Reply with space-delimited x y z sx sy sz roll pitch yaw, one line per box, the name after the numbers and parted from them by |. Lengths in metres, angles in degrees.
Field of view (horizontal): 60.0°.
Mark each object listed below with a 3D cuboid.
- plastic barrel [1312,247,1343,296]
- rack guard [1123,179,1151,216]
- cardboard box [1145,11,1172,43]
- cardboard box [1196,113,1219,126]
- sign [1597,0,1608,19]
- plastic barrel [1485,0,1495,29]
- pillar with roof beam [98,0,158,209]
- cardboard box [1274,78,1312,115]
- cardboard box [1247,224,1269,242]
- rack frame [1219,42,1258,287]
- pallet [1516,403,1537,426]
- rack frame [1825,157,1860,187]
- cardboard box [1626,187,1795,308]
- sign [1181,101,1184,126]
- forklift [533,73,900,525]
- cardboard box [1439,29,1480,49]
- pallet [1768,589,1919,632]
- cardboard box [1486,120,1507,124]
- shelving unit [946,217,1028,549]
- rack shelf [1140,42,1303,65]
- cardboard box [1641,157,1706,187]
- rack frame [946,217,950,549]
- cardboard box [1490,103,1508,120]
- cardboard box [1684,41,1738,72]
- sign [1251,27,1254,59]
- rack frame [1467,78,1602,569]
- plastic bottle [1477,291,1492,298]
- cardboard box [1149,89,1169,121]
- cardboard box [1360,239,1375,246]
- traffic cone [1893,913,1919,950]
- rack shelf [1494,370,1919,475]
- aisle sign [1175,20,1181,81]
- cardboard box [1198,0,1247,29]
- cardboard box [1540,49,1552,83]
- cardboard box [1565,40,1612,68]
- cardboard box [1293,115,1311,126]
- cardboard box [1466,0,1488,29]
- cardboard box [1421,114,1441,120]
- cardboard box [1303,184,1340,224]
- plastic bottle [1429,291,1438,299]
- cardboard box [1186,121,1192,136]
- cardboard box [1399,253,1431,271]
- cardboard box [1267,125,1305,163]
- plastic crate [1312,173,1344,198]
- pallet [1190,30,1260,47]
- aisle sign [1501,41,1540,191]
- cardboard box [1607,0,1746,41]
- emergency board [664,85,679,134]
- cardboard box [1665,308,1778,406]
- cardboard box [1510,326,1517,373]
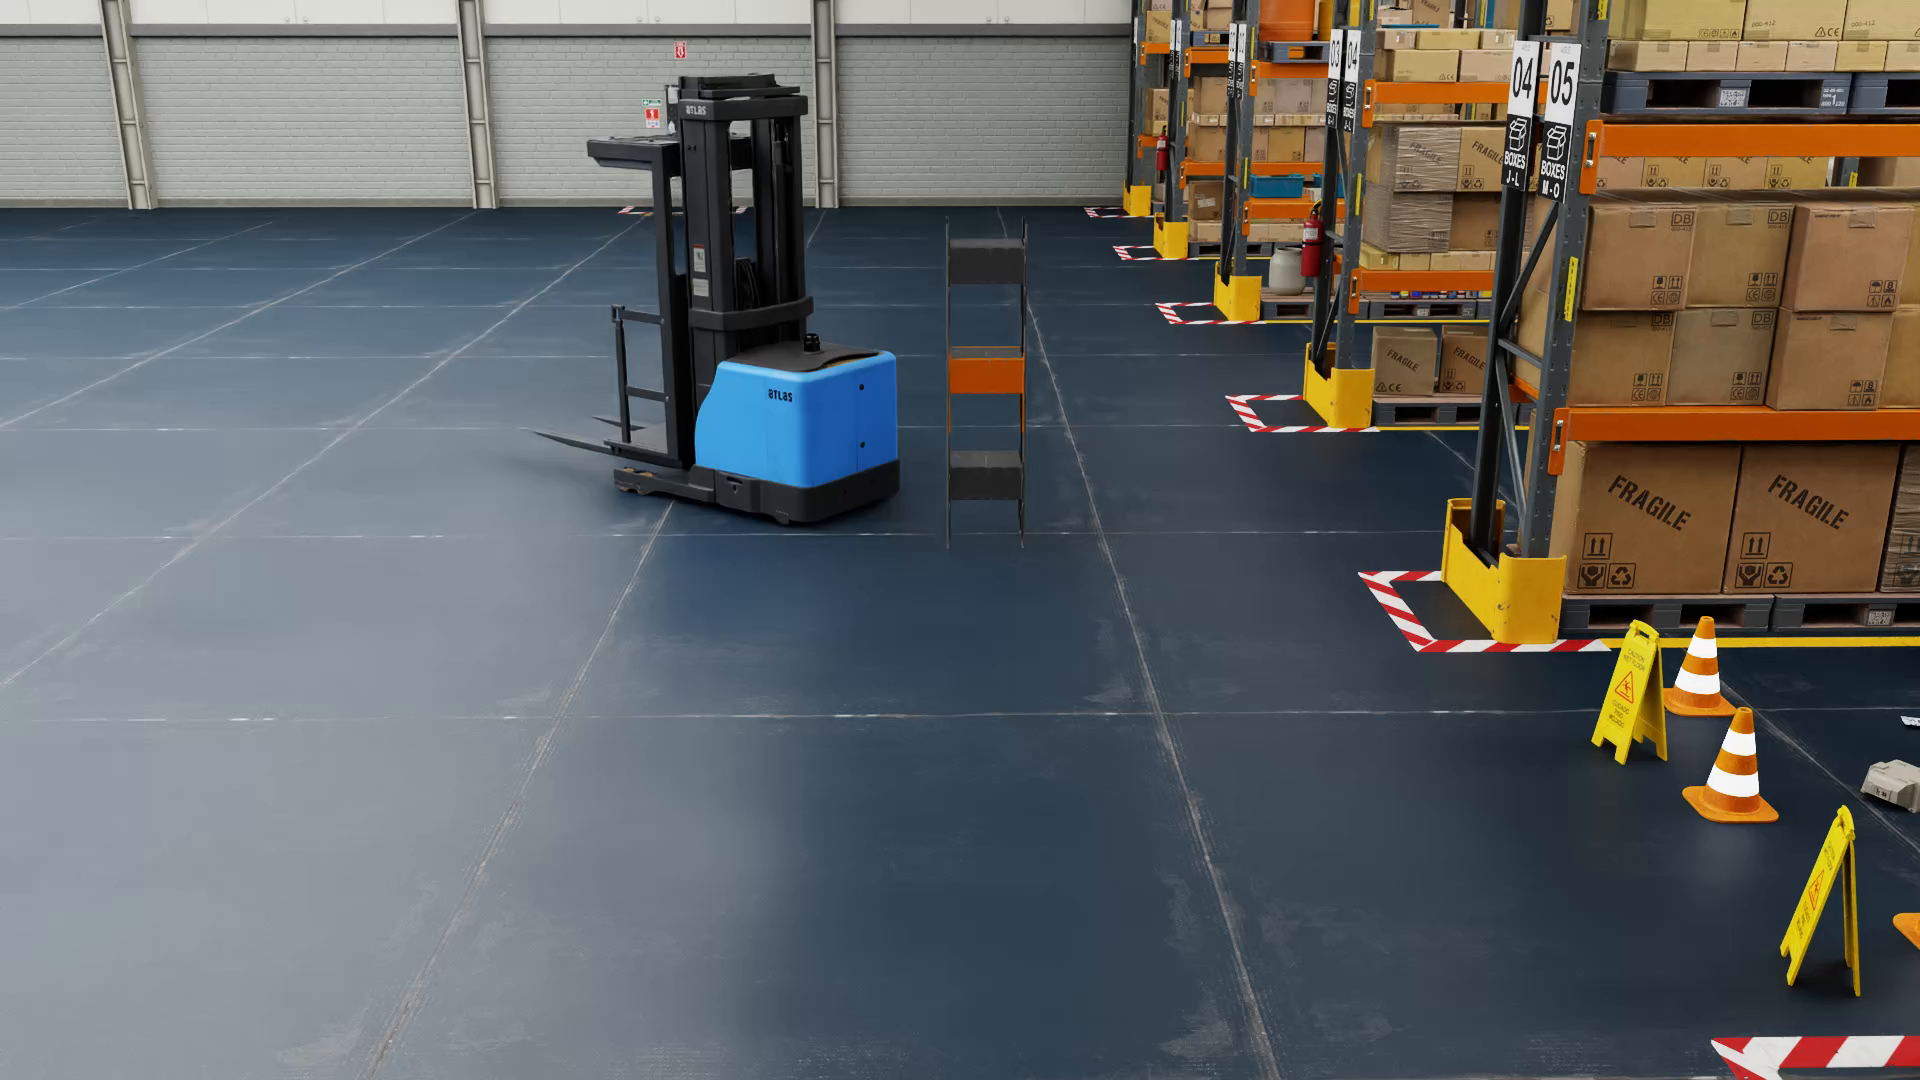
4.283 -3.100 19.185 0.421 0.512 0.421 0 18 0 | plastic barrel
3.045 -5.891 28.595 0.348 0.500 1.175 0 18 -1 | rack guard
3.307 -8.492 27.502 0.500 0.500 0.500 0 18 1 | cardboard box
3.447 -5.861 23.182 0.250 0.149 0.380 0 18 -1 | cardboard box
3.184 -2.740 8.208 0.005 0.325 0.100 0 18 -1 | sign
6.128 -5.970 18.328 0.708 0.901 0.600 0 18 -1 | plastic barrel
-14.275 -8.804 23.760 0.400 9.000 9.100 0 18 -1 | pillar with roof beam
4.601 -6.239 23.299 0.500 0.500 0.700 0 18 -1 | cardboard box
4.091 -4.397 23.659 0.500 0.250 0.500 0 18 -1 | cardboard box
3.125 -4.056 18.779 0.127 3.000 1.000 0 18 -1 | rack frame
5.309 -1.214 14.485 1.213 0.211 1.003 0 18 -1 | pallet
7.203 -2.562 14.124 0.127 3.000 1.000 0 18 -1 | rack frame
4.101 -1.634 9.217 0.550 0.550 0.875 0 18 -1 | cardboard box
3.054 -5.849 22.823 0.005 0.325 0.100 0 18 -1 | sign
-1.915 -1.836 11.973 3.031 2.935 1.130 13 22 35 | forklift
3.994 -4.031 13.384 0.250 0.149 0.380 -1 18 -2 | cardboard box
5.196 0.268 9.868 1.213 0.211 1.003 0 18 -1 | pallet
4.749 -3.292 14.112 0.500 0.500 0.500 0 18 -1 | cardboard box
0.166 -1.001 10.729 0.503 2.100 0.431 0 18 -1 | shelving unit
4.969 -8.177 27.894 4.000 0.370 1.077 0 18 -1 | rack shelf
5.758 -3.136 13.626 0.500 0.500 0.500 0 18 -1 | cardboard box
-0.078 -0.999 10.726 0.015 2.100 0.400 0 18 -1 | rack frame
9.253 -7.359 28.193 0.500 0.500 0.700 0 18 -1 | cardboard box
3.784 -2.489 8.545 0.250 0.149 0.380 0 18 0 | cardboard box
3.130 -5.320 17.796 0.005 0.325 0.100 0 18 -1 | sign
3.181 -1.027 9.340 0.127 3.000 1.000 0 18 -1 | rack frame
5.971 -2.929 18.885 0.185 0.351 0.144 0 18 -1 | plastic bottle
3.451 -7.287 27.838 0.500 0.500 0.500 0 18 -1 | cardboard box
3.485 -2.488 14.303 0.250 0.149 0.380 0 18 -1 | cardboard box
3.770 1.296 6.251 0.334 0.463 0.336 0 18 -1 | traffic cone
5.181 -0.695 9.480 4.000 0.370 1.077 0 18 -1 | rack shelf
2.990 -6.712 22.806 0.004 0.787 0.394 0 18 -1 | aisle sign
3.626 -7.314 22.941 0.637 0.503 0.797 1 18 3 | cardboard box
4.700 -3.829 13.407 0.500 0.250 0.500 0 18 -1 | cardboard box
3.508 -2.689 9.168 0.250 0.149 0.380 0 18 -1 | cardboard box
4.734 -5.868 23.203 0.250 0.149 0.380 -1 18 -2 | cardboard box
8.750 -8.761 27.685 0.500 0.500 0.500 -1 18 -3 | cardboard box
6.535 -5.877 23.231 0.250 0.149 0.380 -1 18 -2 | cardboard box
5.091 -4.757 23.553 0.500 0.500 0.500 0 18 -1 | cardboard box
5.386 -2.882 18.866 0.097 0.271 0.097 0 18 0 | plastic bottle
3.981 -6.932 27.958 0.500 0.250 0.500 -1 18 -3 | cardboard box
3.743 -2.347 13.865 0.250 0.149 0.380 0 18 -1 | cardboard box
4.540 -5.619 23.489 0.500 0.500 0.700 0 18 0 | cardboard box
4.271 -4.080 19.099 0.408 0.251 0.499 0 18 -1 | plastic crate
3.758 -6.950 23.037 1.213 0.211 1.003 0 18 -1 | pallet
3.105 -2.357 9.227 0.004 0.787 0.394 0 18 -1 | aisle sign
3.667 -2.698 8.543 0.500 0.250 0.500 0 18 -1 | cardboard box
-4.815 -7.320 28.955 0.643 1.169 0.194 0 18 -1 | emergency board
4.101 -1.124 9.395 0.550 0.550 0.875 0 18 -1 | cardboard box
5.052 -1.561 14.408 0.500 0.500 0.500 1 18 4 | cardboard box
